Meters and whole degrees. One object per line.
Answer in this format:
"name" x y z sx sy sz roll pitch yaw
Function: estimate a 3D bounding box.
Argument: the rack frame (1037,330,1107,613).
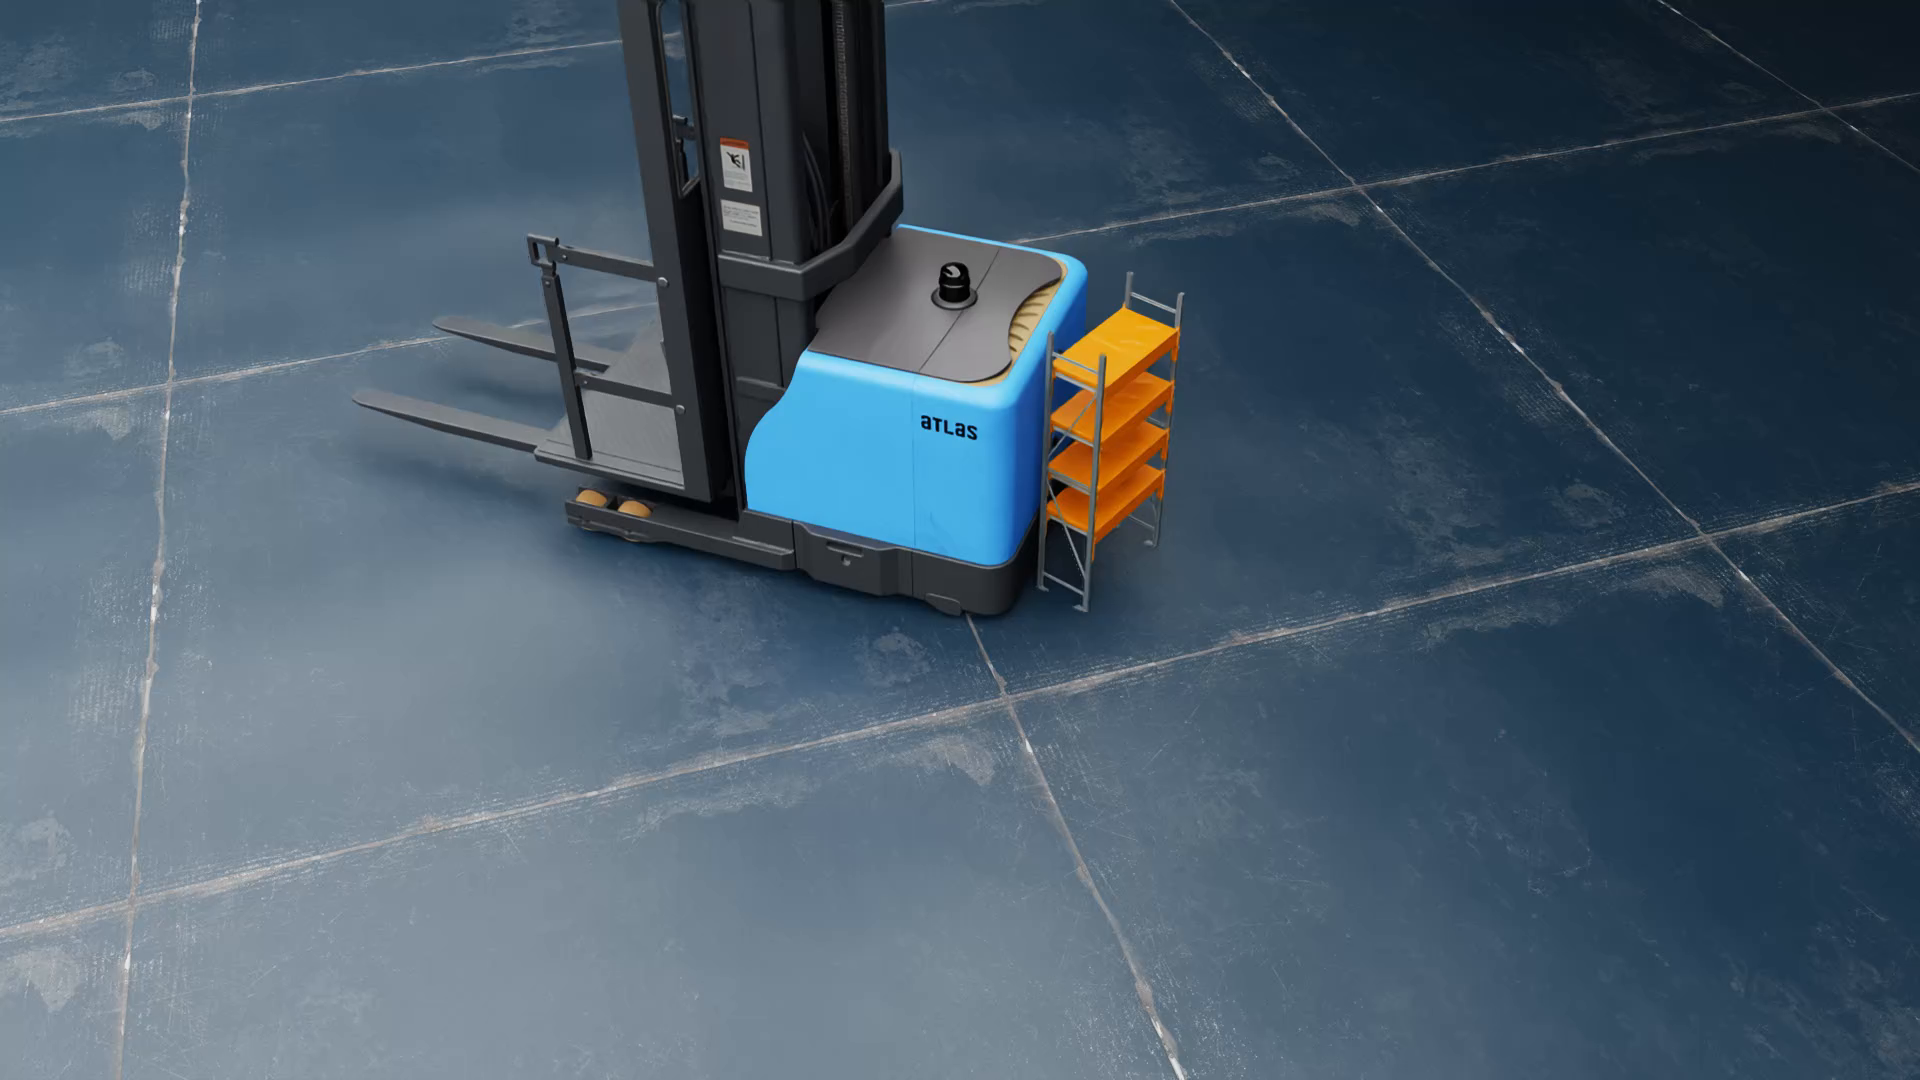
"rack frame" 0.400 -0.221 6.091 0.240 1.200 0.015 28 48 28

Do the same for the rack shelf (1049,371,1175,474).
"rack shelf" 0.552 -0.465 6.132 0.258 0.148 0.480 28 48 28

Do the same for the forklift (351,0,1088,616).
"forklift" -1.069 -1.408 6.134 3.031 2.935 1.130 13 43 15

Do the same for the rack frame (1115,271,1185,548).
"rack frame" 0.704 -0.473 6.379 0.240 1.200 0.015 28 48 28

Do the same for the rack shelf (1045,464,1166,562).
"rack shelf" 0.552 -0.147 6.410 0.258 0.148 0.480 28 48 28

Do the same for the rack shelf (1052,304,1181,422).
"rack shelf" 0.552 -0.643 5.977 0.258 0.148 0.480 28 48 28

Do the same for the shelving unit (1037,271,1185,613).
"shelving unit" 0.552 -0.347 6.235 0.258 1.200 0.503 28 48 28

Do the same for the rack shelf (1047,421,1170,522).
"rack shelf" 0.552 -0.296 6.279 0.258 0.148 0.480 28 48 28
